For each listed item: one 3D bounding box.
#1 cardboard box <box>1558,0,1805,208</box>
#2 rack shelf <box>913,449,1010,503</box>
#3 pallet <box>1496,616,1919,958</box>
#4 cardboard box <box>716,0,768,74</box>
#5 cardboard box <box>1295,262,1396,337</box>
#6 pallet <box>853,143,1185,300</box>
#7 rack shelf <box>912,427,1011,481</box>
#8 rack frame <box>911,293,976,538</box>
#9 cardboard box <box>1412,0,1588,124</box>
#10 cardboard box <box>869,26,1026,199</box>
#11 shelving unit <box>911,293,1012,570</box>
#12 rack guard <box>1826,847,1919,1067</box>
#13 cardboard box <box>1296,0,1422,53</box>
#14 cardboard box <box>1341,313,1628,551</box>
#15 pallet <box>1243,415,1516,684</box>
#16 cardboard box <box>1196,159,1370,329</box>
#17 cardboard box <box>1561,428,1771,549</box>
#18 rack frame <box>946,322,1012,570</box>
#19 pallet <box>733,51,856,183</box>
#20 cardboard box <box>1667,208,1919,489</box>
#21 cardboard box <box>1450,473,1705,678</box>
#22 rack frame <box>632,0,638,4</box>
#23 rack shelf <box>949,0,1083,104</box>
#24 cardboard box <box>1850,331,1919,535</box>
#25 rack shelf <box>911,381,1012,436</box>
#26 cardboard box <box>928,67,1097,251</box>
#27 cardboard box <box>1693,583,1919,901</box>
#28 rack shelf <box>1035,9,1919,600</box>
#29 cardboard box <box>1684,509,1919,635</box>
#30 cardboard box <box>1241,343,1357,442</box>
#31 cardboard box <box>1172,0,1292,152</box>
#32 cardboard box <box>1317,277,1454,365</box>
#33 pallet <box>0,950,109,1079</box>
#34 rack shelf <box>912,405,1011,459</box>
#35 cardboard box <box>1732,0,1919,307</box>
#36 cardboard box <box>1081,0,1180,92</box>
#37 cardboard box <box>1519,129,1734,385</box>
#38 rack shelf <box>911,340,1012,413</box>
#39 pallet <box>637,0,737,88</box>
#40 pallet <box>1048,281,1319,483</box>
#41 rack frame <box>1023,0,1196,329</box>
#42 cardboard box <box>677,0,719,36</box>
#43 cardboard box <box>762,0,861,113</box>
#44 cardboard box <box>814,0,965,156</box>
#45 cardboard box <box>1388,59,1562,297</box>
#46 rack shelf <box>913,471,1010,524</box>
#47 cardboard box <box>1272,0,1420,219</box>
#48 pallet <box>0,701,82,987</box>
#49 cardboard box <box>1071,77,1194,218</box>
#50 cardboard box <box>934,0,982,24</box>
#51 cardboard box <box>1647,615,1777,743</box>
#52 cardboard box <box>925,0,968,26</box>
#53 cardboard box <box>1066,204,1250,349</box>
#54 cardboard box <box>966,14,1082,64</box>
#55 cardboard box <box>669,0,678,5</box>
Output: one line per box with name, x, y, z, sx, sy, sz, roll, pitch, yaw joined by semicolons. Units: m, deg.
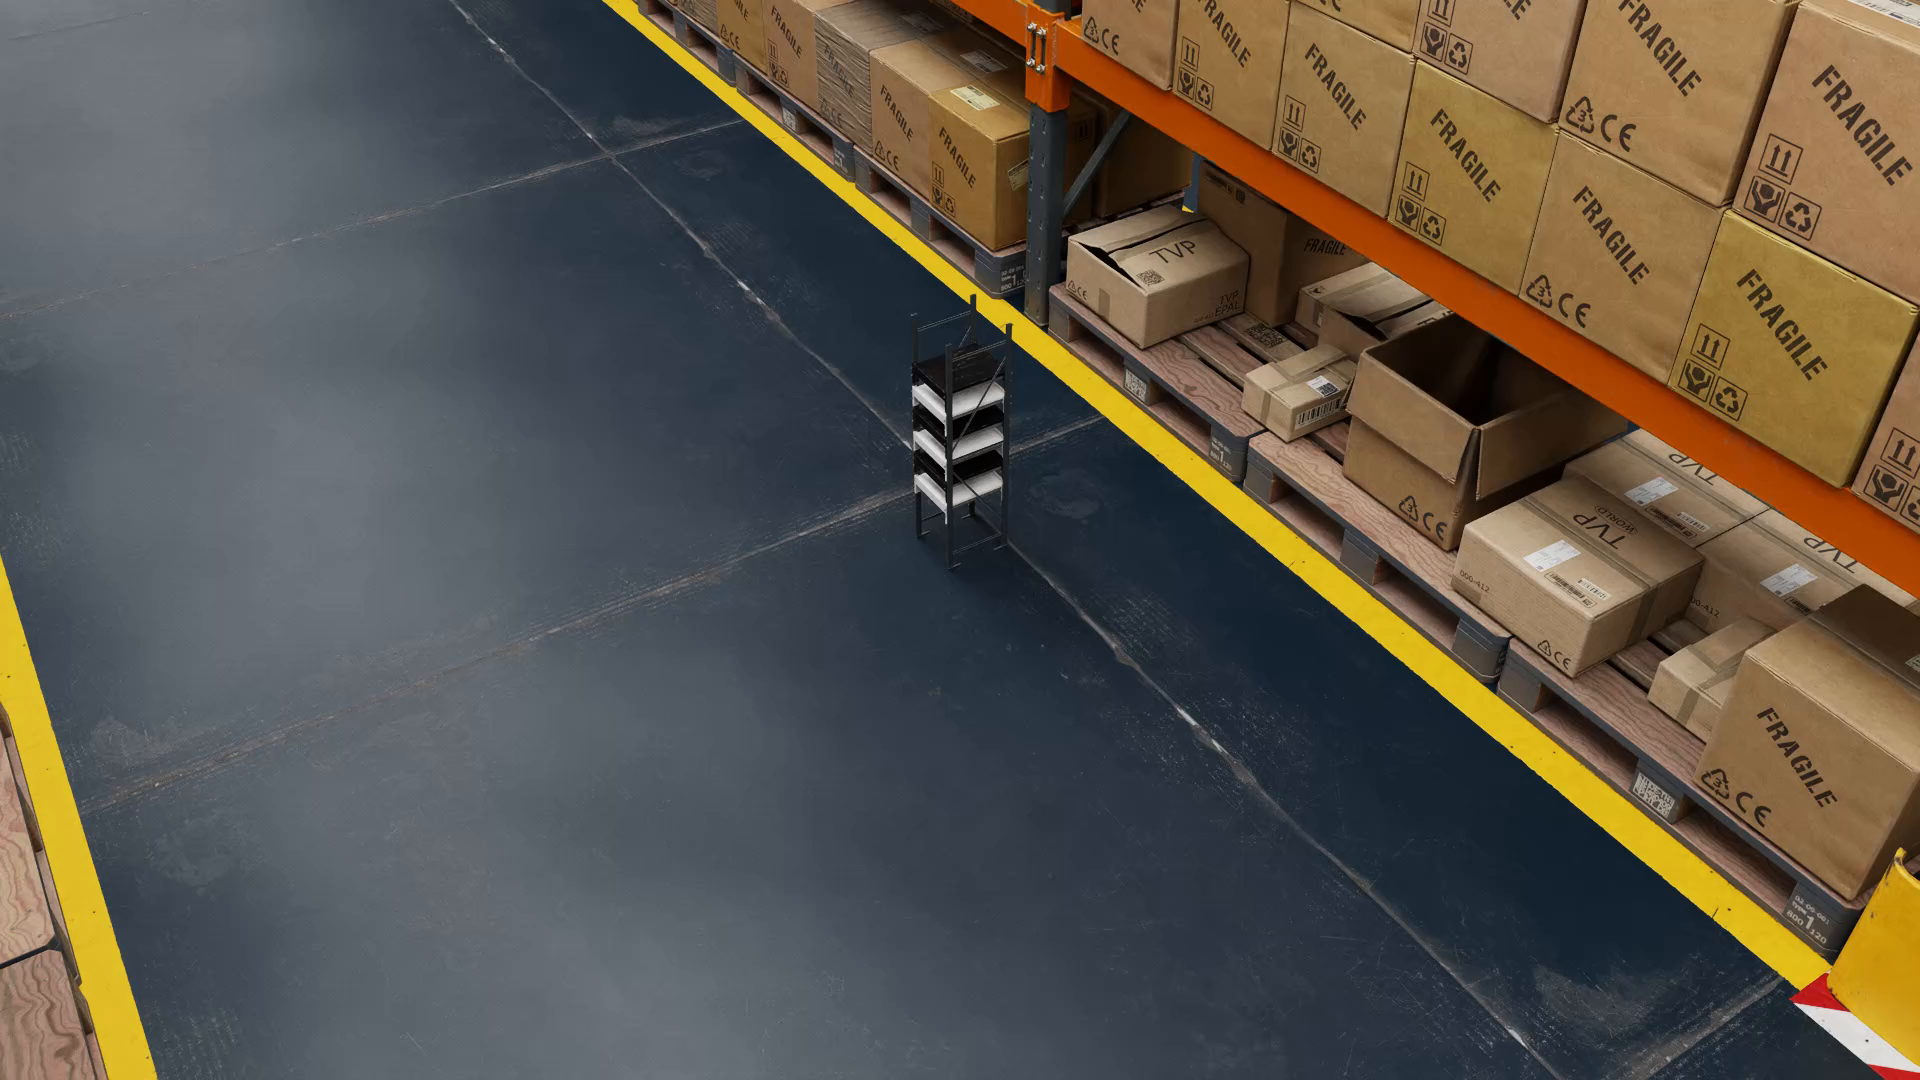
cardboard box;1.842;-1.178;3.961;0.500;0.500;0.500;-21;44;-23
rack shelf;0.004;-0.247;5.536;0.258;0.077;0.200;-22;45;-24
pallet;2.398;0.542;4.935;1.003;0.211;1.213;-22;45;-24
cardboard box;-0.878;-2.688;8.242;0.500;0.500;0.500;-23;45;-25
cardboard box;1.515;-0.900;6.370;0.380;0.149;0.250;-22;45;-24
pallet;0.248;-1.573;7.472;1.003;0.211;1.213;-22;45;-24
rack shelf;0.004;-0.316;5.478;0.258;0.077;0.200;-22;45;-24
rack frame;-0.050;-0.396;5.523;0.240;0.900;0.006;-22;45;-24
cardboard box;1.565;-1.455;4.294;0.500;0.500;0.500;-21;44;-23
cardboard box;-0.049;-1.864;7.253;0.500;0.500;0.500;-22;45;-24
shelving unit;0.004;-0.341;5.457;0.258;0.900;0.210;-22;45;-24
rack guard;2.827;0.860;4.327;1.175;0.500;0.348;-22;45;-24
cardboard box;1.287;-1.733;4.628;0.500;0.500;0.500;-24;45;-26
cardboard box;1.732;-0.416;5.512;0.797;0.503;0.637;-22;45;-24
pallet;1.746;-0.116;5.725;1.003;0.211;1.213;-22;45;-24
cardboard box;1.263;-1.217;6.476;0.500;0.500;0.500;-22;45;-24
cardboard box;2.277;-0.102;5.334;0.500;0.250;0.500;-22;45;-24
rack frame;0.059;-0.286;5.391;0.240;0.900;0.006;-22;45;-24
pallet;-0.412;-2.232;8.263;1.003;0.211;1.213;-22;45;-24
cardboard box;2.116;-0.524;3.958;0.500;0.500;0.500;-22;45;-24
cardboard box;1.882;0.097;5.095;0.500;0.250;0.500;-22;45;-24
rack frame;-1.434;-4.377;8.659;1.000;3.000;0.127;-22;45;-24
rack shelf;-0.358;-3.021;7.594;1.077;0.370;4.000;-22;45;-24
cardboard box;2.398;-0.245;3.623;0.500;0.500;0.500;-21;44;-23
rack shelf;0.004;-0.454;5.363;0.258;0.077;0.200;-22;45;-24
cardboard box;0.210;-1.594;6.929;0.500;0.500;0.500;-22;45;-25
cardboard box;2.368;0.524;4.387;0.500;0.500;0.500;-22;45;-24
rack shelf;1.792;-0.862;5.003;1.077;0.370;4.000;-22;45;-24
cardboard box;2.546;0.167;5.010;0.500;0.250;0.500;-22;45;-24
cardboard box;1.234;-0.534;5.917;0.380;0.166;0.250;-22;45;-24
cardboard box;1.039;-1.612;5.263;0.500;0.500;0.500;-21;44;-24
cardboard box;1.666;-0.739;6.051;0.500;0.311;0.500;-22;45;-24
pallet;-2.373;1.599;3.666;1.003;0.211;1.213;-22;45;-24
rack shelf;0.004;-0.385;5.420;0.258;0.077;0.200;-22;45;-24
cardboard box;2.124;-0.899;3.627;0.500;0.500;0.500;-21;44;-23
cardboard box;0.761;-1.887;5.594;0.500;0.500;0.500;-21;44;-23
cardboard box;1.852;-0.795;4.283;0.500;0.500;0.500;-22;45;-24
rack shelf;0.004;-0.523;5.305;0.258;0.077;0.200;-22;45;-24
pallet;-1.064;-2.890;9.053;1.003;0.211;1.213;-22;45;-24
pallet;1.086;-0.775;6.516;1.003;0.211;1.213;-22;45;-24
rack frame;0.717;-2.218;6.068;1.000;3.000;0.127;-22;45;-24
cardboard box;-1.144;-2.961;8.569;0.500;0.500;0.500;-24;45;-26
cardboard box;-0.593;-2.408;7.906;0.500;0.500;0.500;-24;45;-26
cardboard box;-0.318;-2.135;7.578;0.500;0.500;0.500;-22;44;-24
cardboard box;1.581;-1.067;4.610;0.500;0.500;0.500;-23;45;-25
rack shelf;0.004;-0.177;5.593;0.258;0.077;0.200;-22;45;-24
cardboard box;1.306;-1.341;4.938;0.500;0.500;0.500;-22;45;-25
pallet;-3.033;0.940;4.457;1.003;0.211;1.213;-22;45;-24
cardboard box;0.662;-1.772;7.142;0.500;0.500;0.500;-24;46;-26
cardboard box;0.125;-2.599;7.549;0.500;0.250;0.500;-22;45;-24
cardboard box;2.226;0.402;4.794;0.380;0.166;0.250;-22;45;-24
cardboard box;0.104;-2.328;7.809;0.500;0.500;0.500;-22;44;-24
cardboard box;0.760;-1.053;6.427;0.500;0.311;0.500;-22;45;-24
cardboard box;0.366;-2.056;7.483;0.500;0.500;0.500;-22;44;-24
cardboard box;-1.430;-3.241;8.906;0.500;0.500;0.500;-20;44;-23
